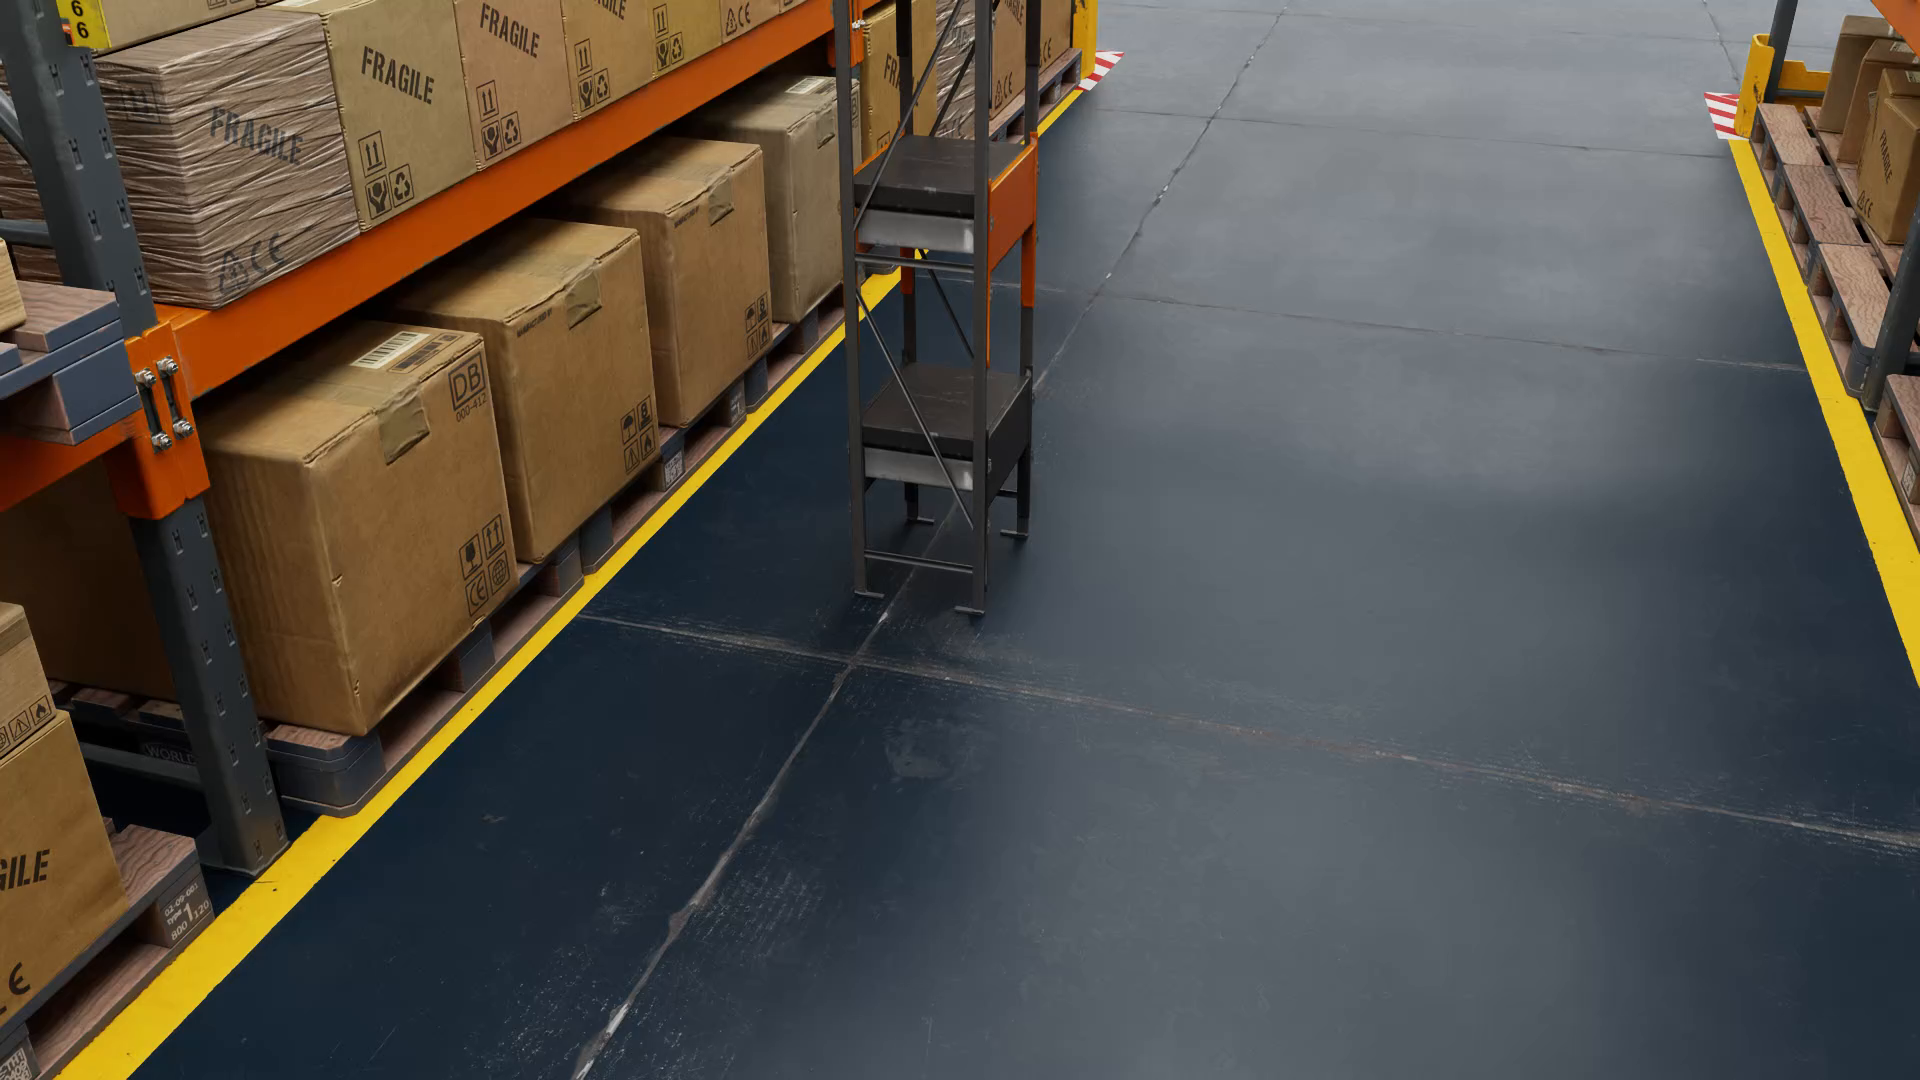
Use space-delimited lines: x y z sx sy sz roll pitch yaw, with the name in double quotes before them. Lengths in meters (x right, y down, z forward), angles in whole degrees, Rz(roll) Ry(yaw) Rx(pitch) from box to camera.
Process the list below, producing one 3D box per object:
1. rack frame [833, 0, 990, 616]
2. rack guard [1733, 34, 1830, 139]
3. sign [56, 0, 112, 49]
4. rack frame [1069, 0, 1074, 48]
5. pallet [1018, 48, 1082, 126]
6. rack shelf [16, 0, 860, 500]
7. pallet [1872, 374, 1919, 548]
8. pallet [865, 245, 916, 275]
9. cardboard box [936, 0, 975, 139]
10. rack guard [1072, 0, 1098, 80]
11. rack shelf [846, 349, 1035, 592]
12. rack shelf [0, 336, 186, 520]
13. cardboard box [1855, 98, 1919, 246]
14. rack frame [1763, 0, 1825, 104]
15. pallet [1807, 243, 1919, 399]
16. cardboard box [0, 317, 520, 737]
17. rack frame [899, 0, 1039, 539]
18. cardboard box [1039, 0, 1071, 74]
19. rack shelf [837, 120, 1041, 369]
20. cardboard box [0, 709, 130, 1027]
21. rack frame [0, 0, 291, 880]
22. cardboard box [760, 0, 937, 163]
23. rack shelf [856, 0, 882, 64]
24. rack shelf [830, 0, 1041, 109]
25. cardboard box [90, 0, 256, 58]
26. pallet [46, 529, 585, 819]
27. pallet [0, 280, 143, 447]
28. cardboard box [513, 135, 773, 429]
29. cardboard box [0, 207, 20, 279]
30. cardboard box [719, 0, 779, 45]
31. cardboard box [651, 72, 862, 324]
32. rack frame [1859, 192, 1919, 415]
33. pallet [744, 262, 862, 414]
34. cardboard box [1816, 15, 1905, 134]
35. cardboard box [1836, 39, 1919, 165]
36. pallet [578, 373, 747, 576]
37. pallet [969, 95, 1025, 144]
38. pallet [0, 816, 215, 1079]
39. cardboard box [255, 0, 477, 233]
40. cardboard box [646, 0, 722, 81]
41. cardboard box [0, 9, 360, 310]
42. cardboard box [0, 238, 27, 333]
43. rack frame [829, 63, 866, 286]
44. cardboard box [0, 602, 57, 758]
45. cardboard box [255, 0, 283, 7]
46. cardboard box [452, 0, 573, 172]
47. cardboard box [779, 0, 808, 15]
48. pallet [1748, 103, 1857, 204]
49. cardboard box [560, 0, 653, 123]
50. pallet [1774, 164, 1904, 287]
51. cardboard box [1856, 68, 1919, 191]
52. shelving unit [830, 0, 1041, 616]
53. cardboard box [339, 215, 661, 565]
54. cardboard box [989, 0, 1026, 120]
"rack frame" -0.120 -0.727 4.397 0.400 2.100 0.015 8 30 15
"rack guard" 4.956 -2.462 9.161 1.175 0.500 0.348 8 30 15
"sign" -1.560 -1.024 2.896 0.100 0.325 0.005 8 30 15
"rack frame" 0.266 -4.344 9.973 1.000 3.000 0.127 8 30 15
"pallet" 0.106 -2.743 9.963 1.003 0.211 1.213 8 30 15
"rack shelf" -1.495 -1.241 5.136 1.077 0.370 4.000 8 30 15
"pallet" 3.577 -0.150 5.302 1.003 0.211 1.213 8 30 15
"pallet" -0.610 -1.609 7.925 1.003 0.211 1.213 8 30 15
"cardboard box" -0.395 -2.442 8.307 0.875 0.875 0.875 9 30 15
"rack guard" 0.273 -3.263 10.601 1.175 0.500 0.348 8 30 15
"rack shelf" -0.049 -0.217 4.948 0.431 0.518 0.480 8 30 15
"rack shelf" -2.669 0.618 1.794 1.077 0.370 4.000 8 30 15
"cardboard box" 4.228 -1.569 7.124 0.500 0.500 0.500 6 30 10
"rack frame" 4.978 -3.589 8.616 1.000 3.000 0.127 8 30 15
"pallet" 3.967 -0.829 6.523 1.003 0.211 1.213 8 30 15
"cardboard box" -1.817 -0.097 4.220 1.050 0.750 0.750 8 30 14
"rack frame" 0.023 -0.954 4.805 0.400 2.100 0.015 8 30 15
"cardboard box" 0.130 -3.274 9.804 0.875 0.875 0.875 9 30 15
"rack shelf" -0.049 -0.829 4.608 0.431 0.518 0.480 8 30 15
"cardboard box" -2.025 0.626 3.179 0.500 0.500 0.500 8 30 15
"rack frame" -2.082 -0.626 3.290 1.000 3.000 0.127 8 30 15
"cardboard box" -0.656 -2.022 7.553 0.875 0.875 0.875 9 30 16
"rack shelf" -0.321 -3.100 8.477 1.077 0.370 4.000 8 30 15
"rack shelf" -0.049 -1.440 4.268 0.431 0.518 0.480 8 30 15
"cardboard box" -1.941 -1.314 3.395 0.700 0.500 0.500 8 30 15
"pallet" -1.778 0.237 4.607 1.003 0.211 1.213 8 30 15
"pallet" -2.189 -0.196 2.714 1.213 0.211 1.003 8 30 15
"cardboard box" -1.291 -0.936 5.730 1.050 0.750 0.750 8 30 15
"cardboard box" -2.206 -0.917 3.711 0.500 0.500 0.500 8 30 15
"cardboard box" -0.954 -2.013 5.681 0.500 0.500 0.500 8 30 14
"cardboard box" -1.004 -1.384 6.535 1.050 0.750 0.750 8 30 15
"rack frame" 3.804 -1.730 5.275 1.000 3.000 0.127 8 30 15
"pallet" -1.062 -0.897 6.646 1.003 0.211 1.213 8 30 15
"cardboard box" 4.779 -2.393 8.605 0.500 0.500 0.500 14 32 24
"cardboard box" 4.636 -2.110 8.096 0.500 0.500 0.500 17 33 28
"pallet" -1.419 -0.328 5.623 1.003 0.211 1.213 8 30 15
"pallet" -0.254 -2.177 8.947 1.003 0.211 1.213 8 30 15
"pallet" -2.313 0.955 3.315 1.003 0.211 1.213 8 30 15
"cardboard box" -1.546 -1.077 3.997 0.500 0.500 0.500 8 30 14
"cardboard box" -1.102 -1.778 5.258 0.500 0.500 0.500 9 30 15
"cardboard box" -1.692 -0.840 3.571 0.500 0.500 0.500 9 30 15
"cardboard box" -1.787 -0.405 2.719 0.380 0.149 0.250 9 30 16
"rack frame" -0.908 -2.485 6.632 1.000 3.000 0.127 8 30 15
"cardboard box" -2.032 0.310 2.975 0.500 0.250 0.500 8 30 14
"cardboard box" -1.793 -1.549 3.818 0.700 0.500 0.500 8 30 14
"cardboard box" -1.397 -1.311 4.418 0.500 0.500 0.500 8 30 15
"cardboard box" -0.805 -2.248 6.103 0.500 0.500 0.500 8 30 15
"pallet" 4.684 -1.963 8.561 1.003 0.211 1.213 8 30 15
"cardboard box" -1.249 -1.542 4.834 0.500 0.500 0.500 8 30 14
"pallet" 4.324 -1.398 7.545 1.003 0.211 1.213 8 30 15
"cardboard box" 4.434 -1.822 7.578 0.500 0.500 0.500 11 31 20
"shelving unit" -0.049 -0.841 4.601 0.431 2.100 0.503 8 30 15
"cardboard box" -1.564 -0.503 4.952 1.050 0.750 0.750 9 30 16
"cardboard box" -0.126 -2.865 9.069 0.875 0.875 0.875 8 30 14
